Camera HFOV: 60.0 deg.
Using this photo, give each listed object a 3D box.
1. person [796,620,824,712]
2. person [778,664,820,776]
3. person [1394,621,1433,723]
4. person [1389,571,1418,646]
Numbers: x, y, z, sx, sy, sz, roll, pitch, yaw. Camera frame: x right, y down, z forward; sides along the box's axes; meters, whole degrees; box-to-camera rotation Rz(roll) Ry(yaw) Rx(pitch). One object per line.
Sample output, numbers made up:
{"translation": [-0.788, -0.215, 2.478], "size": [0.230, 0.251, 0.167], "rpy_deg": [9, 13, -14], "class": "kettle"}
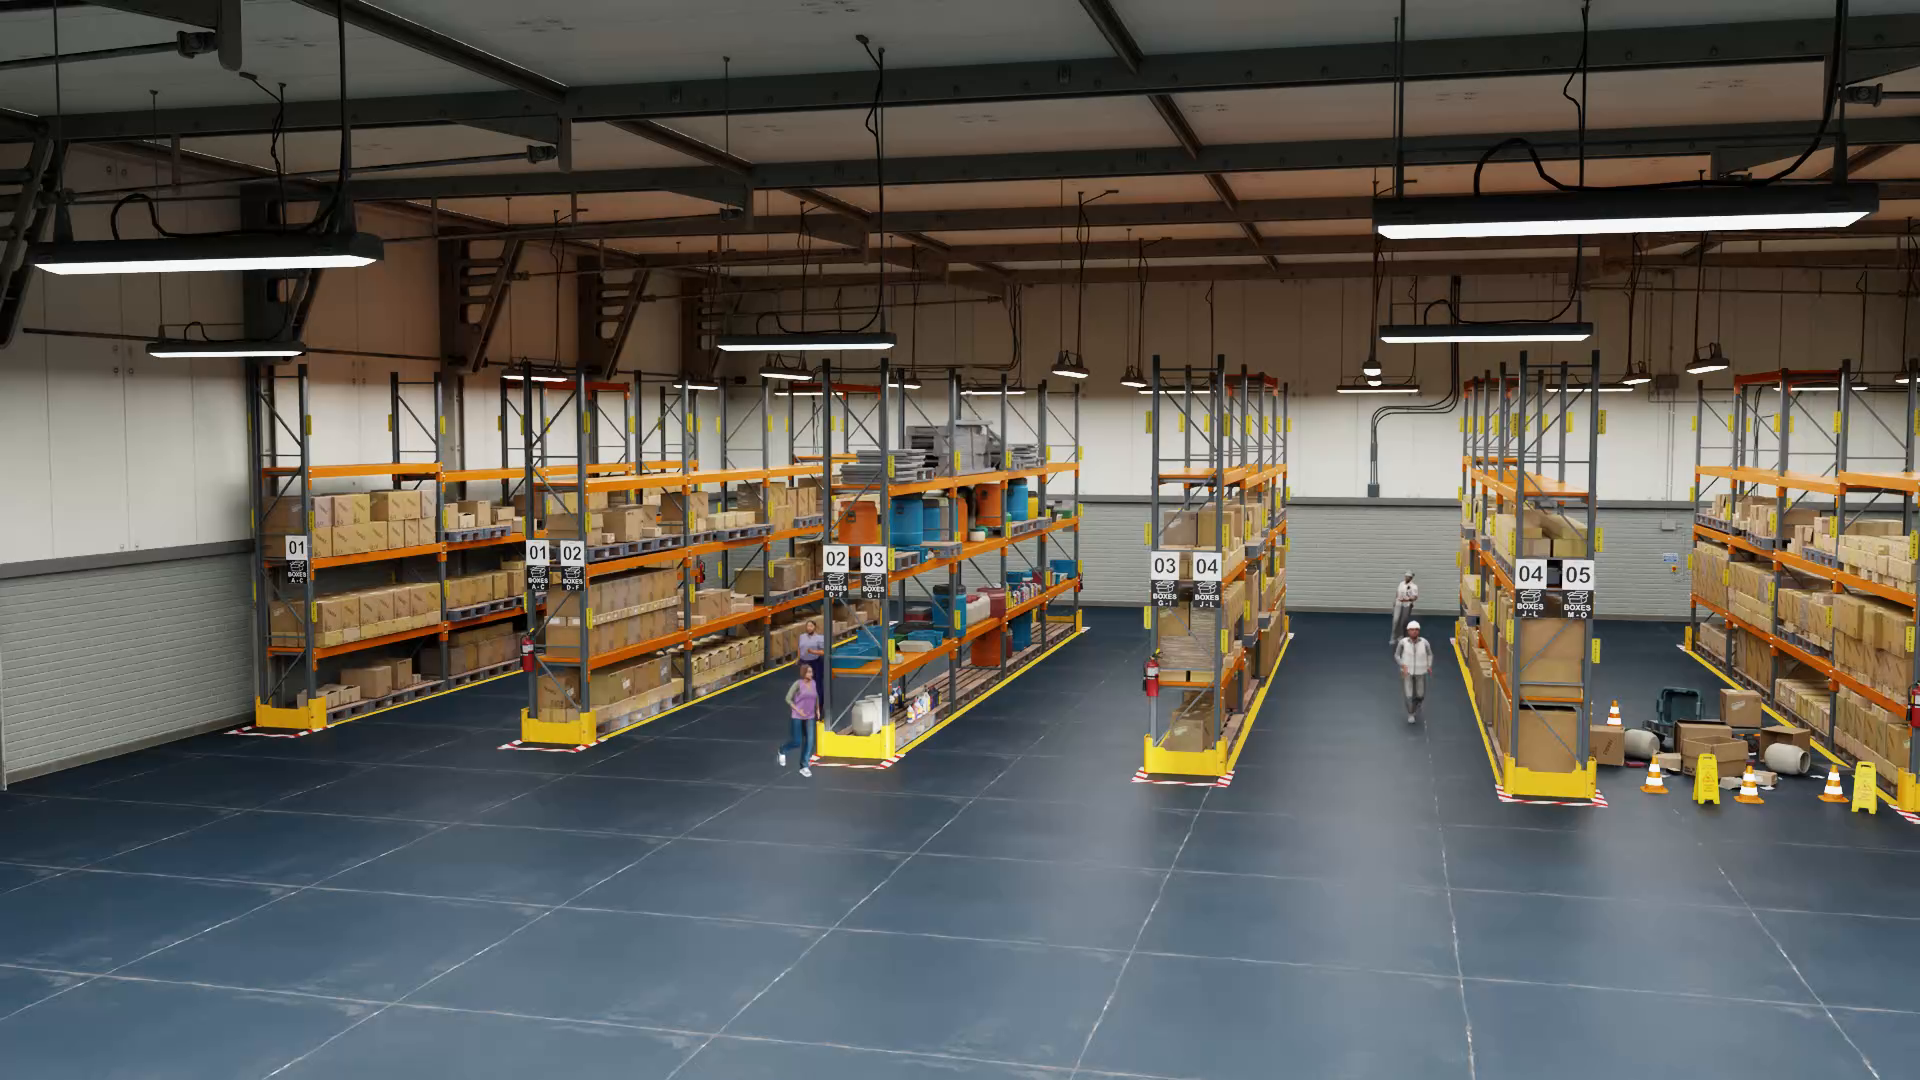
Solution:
{"translation": [-2.553, 2.214, 28.532], "size": [0.582, 1.708, 0.757], "rpy_deg": [0, 4, 7], "class": "person"}
{"translation": [-2.272, 2.576, 24.015], "size": [0.587, 1.580, 0.709], "rpy_deg": [-3, 5, -38], "class": "person"}
{"translation": [7.647, 2.218, 28.019], "size": [0.646, 1.723, 0.617], "rpy_deg": [1, 4, 9], "class": "person"}
{"translation": [10.144, 1.539, 37.959], "size": [0.599, 1.691, 0.846], "rpy_deg": [3, 5, 35], "class": "person"}
